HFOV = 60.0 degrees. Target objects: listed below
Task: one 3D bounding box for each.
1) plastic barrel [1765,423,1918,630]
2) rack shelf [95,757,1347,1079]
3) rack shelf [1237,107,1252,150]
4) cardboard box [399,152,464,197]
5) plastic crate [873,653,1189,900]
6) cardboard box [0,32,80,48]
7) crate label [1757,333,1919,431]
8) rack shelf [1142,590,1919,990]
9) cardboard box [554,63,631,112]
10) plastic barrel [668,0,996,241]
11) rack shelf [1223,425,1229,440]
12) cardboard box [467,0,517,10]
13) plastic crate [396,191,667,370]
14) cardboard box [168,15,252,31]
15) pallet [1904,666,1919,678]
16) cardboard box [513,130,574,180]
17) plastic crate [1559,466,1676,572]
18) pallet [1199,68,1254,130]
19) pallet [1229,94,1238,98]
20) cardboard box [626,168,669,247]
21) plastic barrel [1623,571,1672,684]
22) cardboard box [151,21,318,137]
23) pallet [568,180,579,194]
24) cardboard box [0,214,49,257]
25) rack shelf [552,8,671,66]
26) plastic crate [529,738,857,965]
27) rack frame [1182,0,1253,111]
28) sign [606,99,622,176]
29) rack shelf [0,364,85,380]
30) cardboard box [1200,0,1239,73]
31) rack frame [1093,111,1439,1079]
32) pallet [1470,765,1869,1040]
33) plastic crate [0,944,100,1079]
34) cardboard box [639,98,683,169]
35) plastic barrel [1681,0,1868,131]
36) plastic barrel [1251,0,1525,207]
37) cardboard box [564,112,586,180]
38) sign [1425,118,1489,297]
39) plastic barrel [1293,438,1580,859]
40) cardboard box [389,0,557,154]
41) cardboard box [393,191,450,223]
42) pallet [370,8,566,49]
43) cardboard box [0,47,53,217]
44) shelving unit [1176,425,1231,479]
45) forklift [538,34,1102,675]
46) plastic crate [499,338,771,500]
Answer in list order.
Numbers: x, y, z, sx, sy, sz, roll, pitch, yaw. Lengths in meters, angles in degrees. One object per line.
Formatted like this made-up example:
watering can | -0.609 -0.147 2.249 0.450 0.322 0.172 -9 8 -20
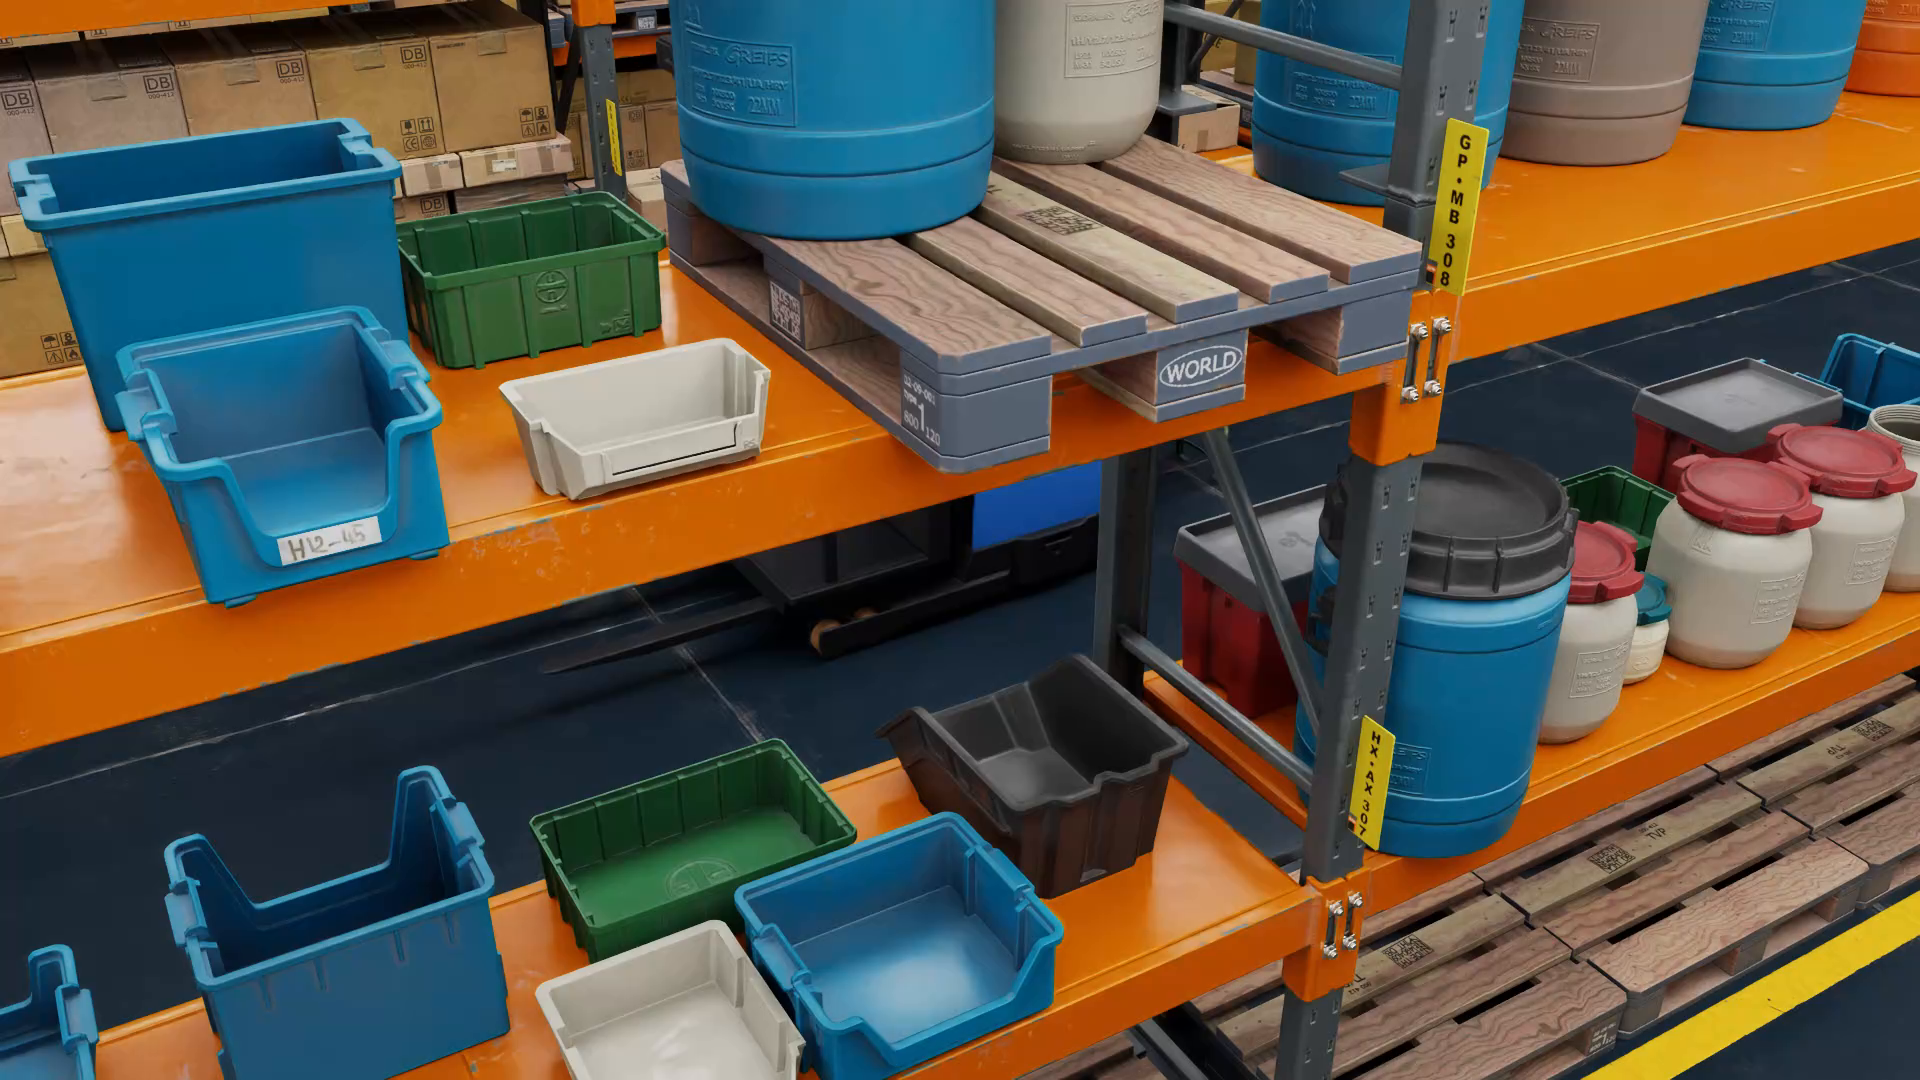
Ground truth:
plastic barrel | 2.621 -0.036 5.070 0.433 0.535 0.433 0 29 0
rack shelf | -1.045 1.256 3.613 4.000 0.370 1.077 -16 33 -26
rack shelf | 3.346 -2.766 10.903 4.000 0.370 1.077 -16 33 -26
cardboard box | -2.392 -1.660 7.378 0.250 0.149 0.380 -17 33 -28
plastic crate | 0.163 0.554 4.206 0.504 0.338 0.767 -16 33 -26
cardboard box | -5.906 -3.331 10.540 0.500 0.500 0.500 -15 32 -25
crate label | 3.134 -0.412 5.856 0.616 0.435 0.502 -16 33 -26
rack shelf | 2.404 0.277 5.388 4.000 0.370 1.077 -16 33 -26
cardboard box | -2.889 -3.527 12.892 0.500 0.250 0.500 -17 33 -28
plastic barrel | -0.233 -1.066 3.019 0.708 0.901 0.600 -16 33 -26
rack shelf | 0.982 -0.666 8.579 0.720 0.370 0.431 -17 33 -27
cardboard box | -3.398 -4.156 12.117 0.500 0.500 0.700 -12 31 -21
plastic crate | -0.819 -0.496 3.159 0.450 0.188 0.336 -16 33 -26
cardboard box | -5.018 -3.578 10.986 0.500 0.500 0.500 -16 33 -27
pallet | 4.786 0.483 7.156 1.213 0.211 1.003 -16 33 -26
cardboard box | -1.953 -1.784 7.604 0.250 0.149 0.380 -16 33 -26
plastic crate | 2.038 0.001 5.363 0.662 0.188 0.450 -16 33 -26
pallet | 2.170 -2.703 10.242 1.003 0.211 1.213 -16 33 -26
pallet | 1.930 -4.192 15.628 1.213 0.211 1.003 -16 33 -26
cardboard box | -1.425 -1.686 8.355 0.500 0.250 0.500 -14 32 -23
plastic barrel | 1.898 0.252 4.831 0.301 0.262 0.301 0 29 0
cardboard box | -3.074 -1.867 7.082 0.500 0.500 0.700 -16 33 -26
pallet | -3.669 -2.646 12.825 1.213 0.211 1.003 -16 33 -26
cardboard box | -3.719 -1.284 6.697 0.250 0.149 0.380 -16 33 -27
rack shelf | -2.616 -3.850 12.866 4.000 0.370 1.077 -16 33 -26
plastic crate | -0.634 0.759 3.989 0.662 0.188 0.450 -16 33 -26
rack frame | 1.622 -2.592 9.842 0.127 3.000 1.000 -16 33 -26
sign | -1.545 -1.795 7.421 0.005 0.325 0.100 -16 33 -26
rack shelf | -3.551 -0.808 7.354 4.000 0.370 1.077 -16 33 -26
cardboard box | 2.063 -4.663 15.385 0.750 0.750 0.750 -15 32 -26
rack frame | 0.679 0.452 4.327 0.127 3.000 1.000 -16 33 -26
pallet | 2.390 1.164 5.923 1.213 0.211 1.003 -16 33 -26
plastic crate | -1.927 1.092 3.320 0.408 0.251 0.499 -16 33 -26
cardboard box | -2.403 -3.344 13.336 0.500 0.500 0.700 -16 33 -27
plastic barrel | 2.135 -1.616 4.450 0.708 0.901 0.600 -16 33 -26
plastic barrel | 1.008 -1.296 3.870 0.708 0.901 0.600 -16 33 -26
cardboard box | -3.294 -3.108 12.909 0.500 0.500 0.700 -17 33 -27
sign | 0.948 -0.633 3.180 0.005 0.325 0.100 -16 33 -26
plastic barrel | 1.166 0.264 4.148 0.708 0.901 0.600 -16 33 -26
cardboard box | -2.206 -2.113 7.528 0.500 0.500 0.700 -16 33 -26
cardboard box | -2.658 -1.413 7.603 0.500 0.500 0.700 -16 33 -27
pallet | -3.607 -3.718 12.081 1.213 0.211 1.003 -16 33 -26
cardboard box | -3.936 -1.622 6.638 0.500 0.500 0.700 -16 33 -26
shelving unit | 0.982 -0.951 8.422 0.755 1.500 0.431 -17 33 -27
forklift | -0.592 -1.060 7.137 3.031 2.935 1.130 -17 33 -27
plastic crate | -0.500 -0.185 2.649 0.396 0.136 0.243 -16 33 -26
